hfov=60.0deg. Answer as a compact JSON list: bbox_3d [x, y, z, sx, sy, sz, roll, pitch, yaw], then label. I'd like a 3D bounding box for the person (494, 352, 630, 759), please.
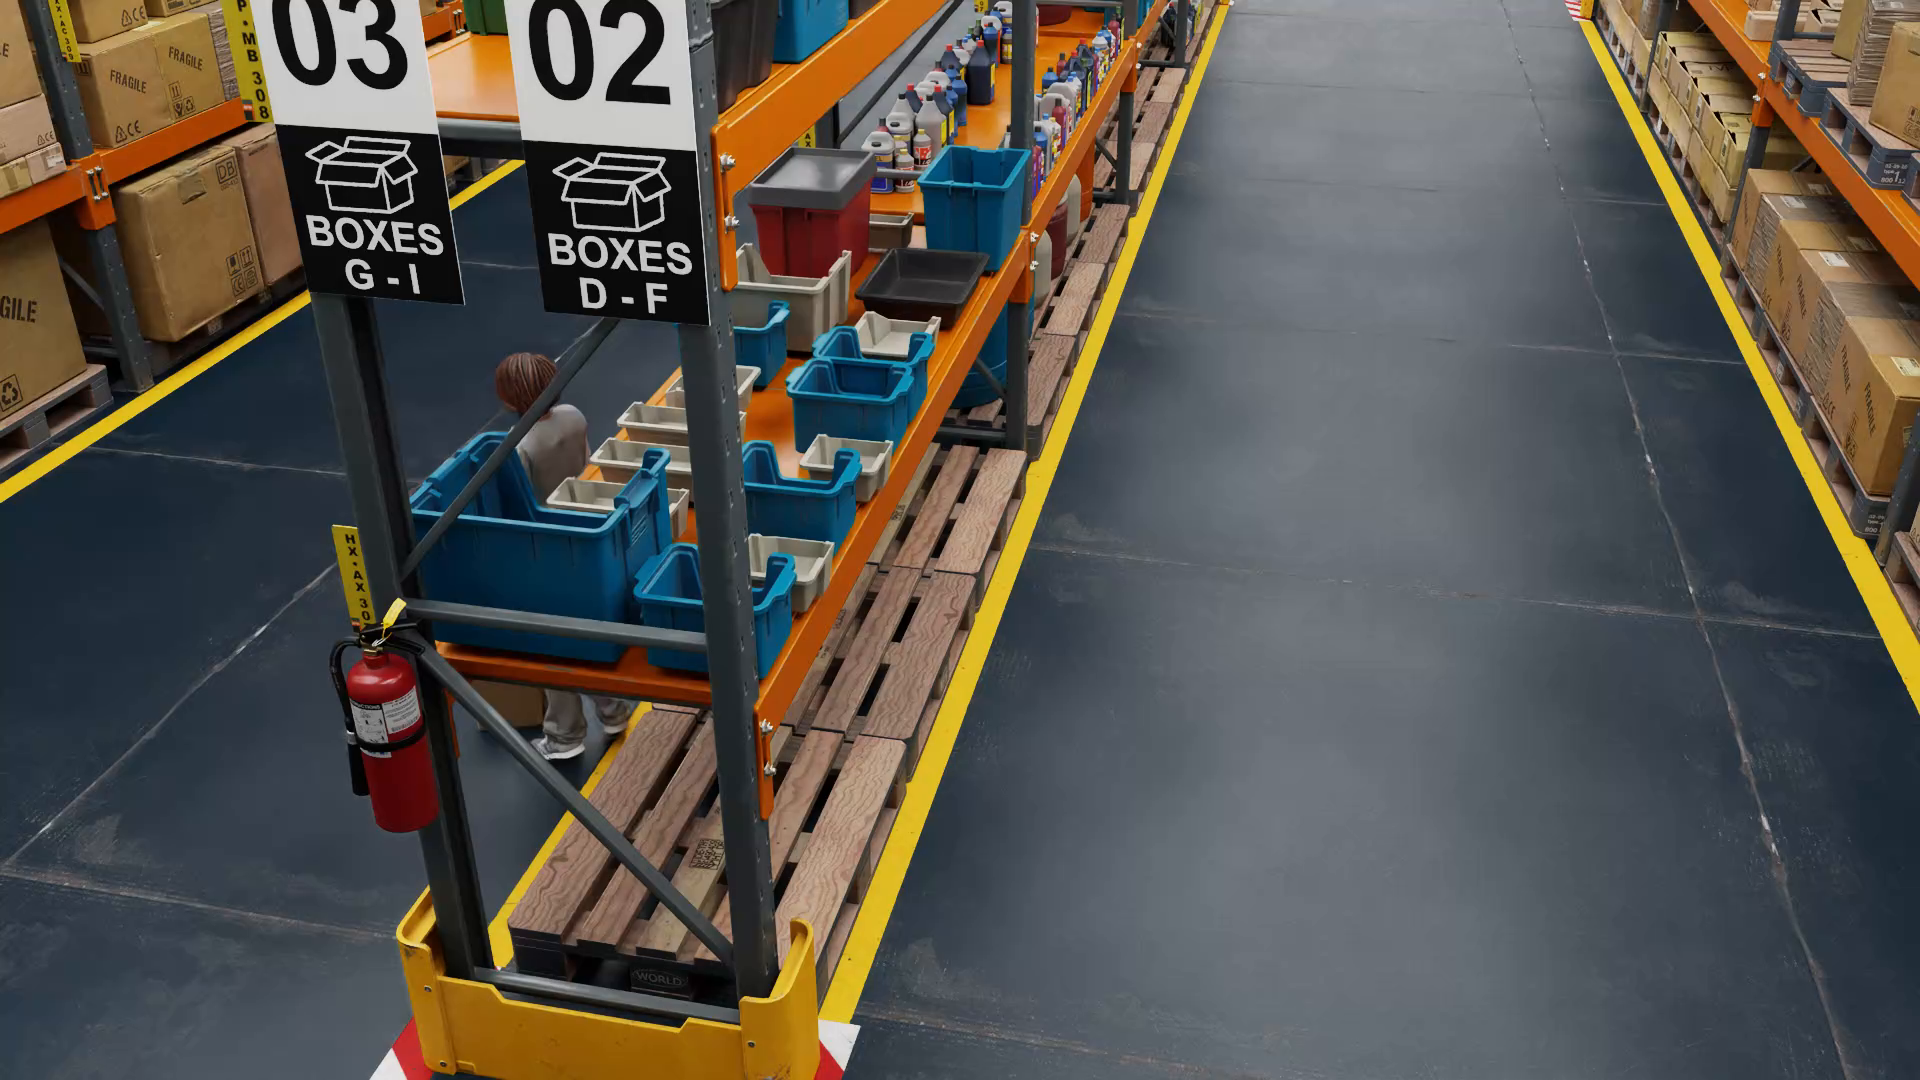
[{"bbox_3d":[-1.447,0.083,6.013,0.317,1.626,0.503,18,34,28],"label":"person"}]
